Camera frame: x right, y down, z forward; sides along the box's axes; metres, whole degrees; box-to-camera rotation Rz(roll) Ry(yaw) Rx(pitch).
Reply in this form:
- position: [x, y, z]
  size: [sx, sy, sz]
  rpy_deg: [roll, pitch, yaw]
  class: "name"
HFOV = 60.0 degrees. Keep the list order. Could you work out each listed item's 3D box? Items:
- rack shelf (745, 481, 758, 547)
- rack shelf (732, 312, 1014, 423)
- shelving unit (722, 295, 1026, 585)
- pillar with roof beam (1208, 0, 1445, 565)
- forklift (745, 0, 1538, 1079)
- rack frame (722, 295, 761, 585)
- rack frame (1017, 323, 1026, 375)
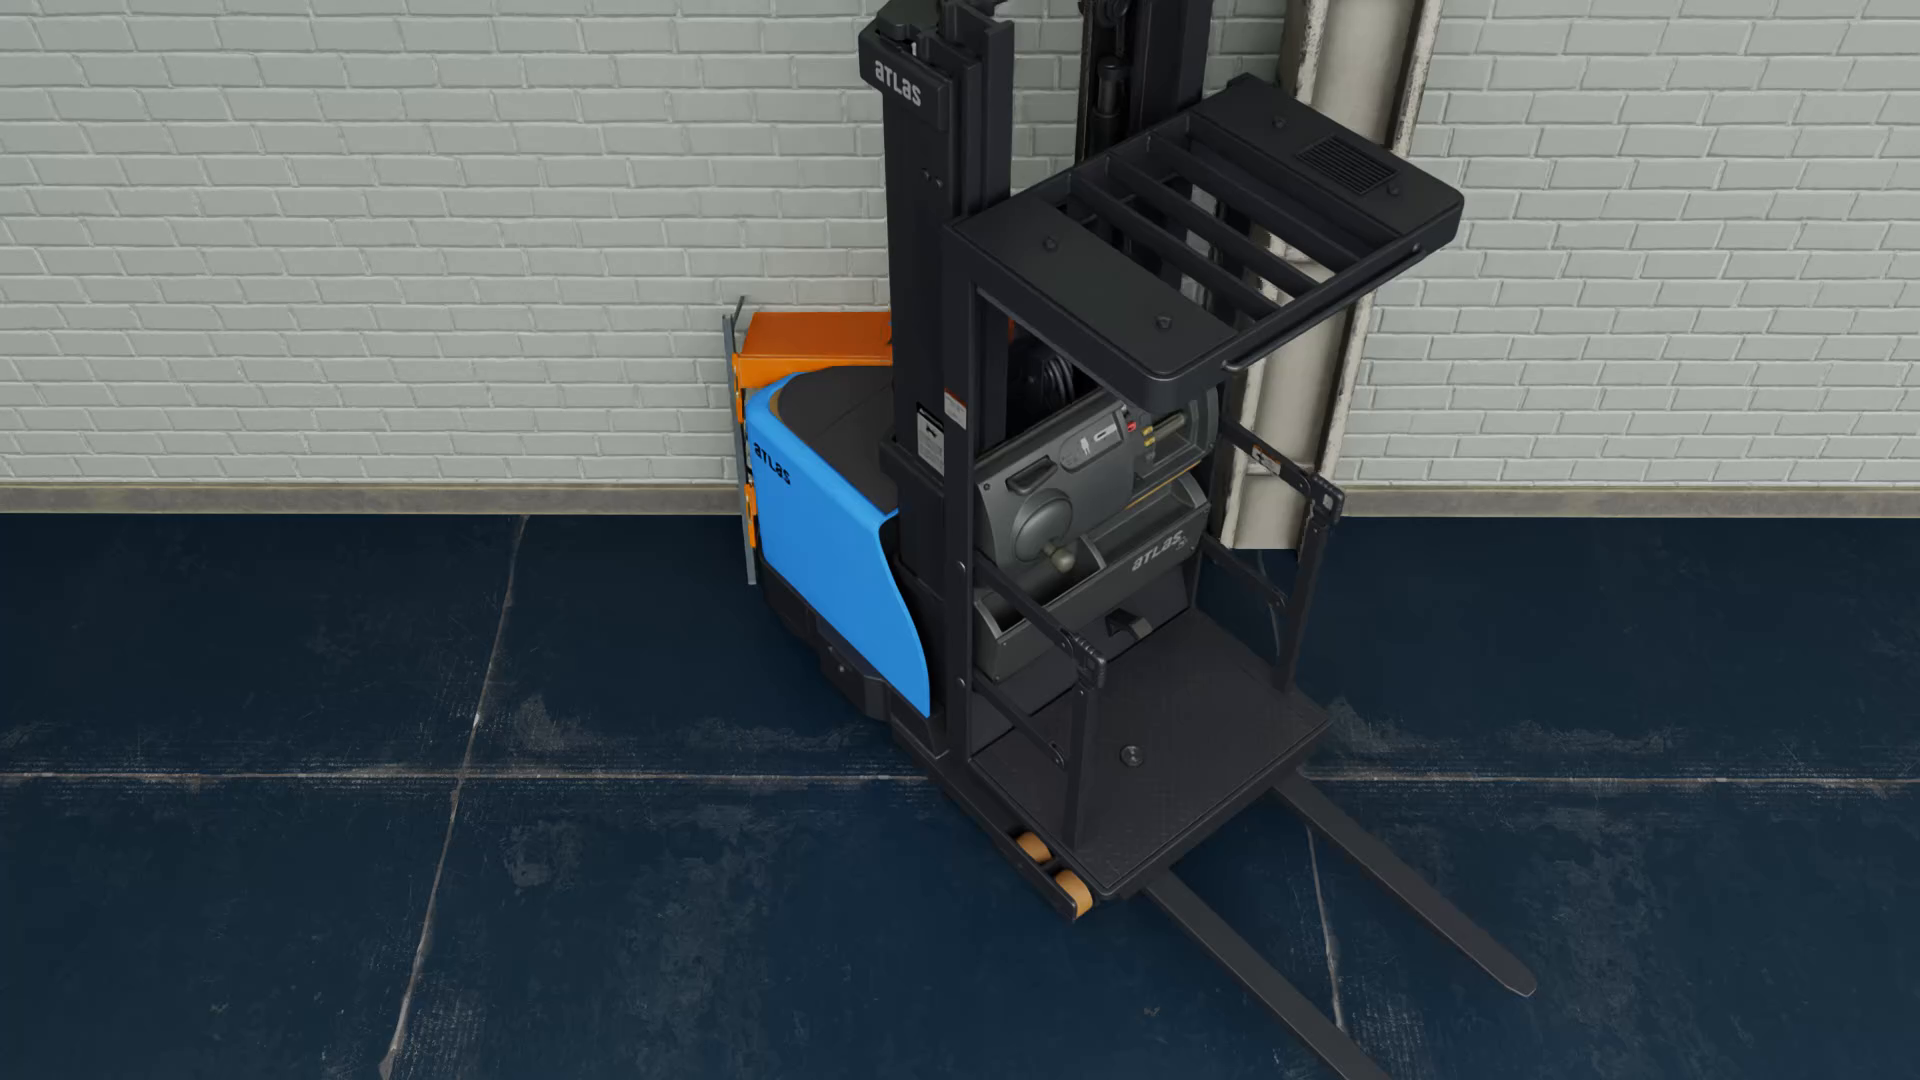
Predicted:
- position: [-0.278, -0.224, 6.363]
  size: [1.000, 0.278, 0.538]
  rpy_deg: [1, 34, 2]
  class: "rack shelf"
- position: [-0.284, -0.668, 6.062]
  size: [1.000, 0.278, 0.538]
  rpy_deg: [1, 34, 2]
  class: "rack shelf"
- position: [-0.281, -0.426, 6.226]
  size: [1.048, 1.125, 0.538]
  rpy_deg: [1, 34, 2]
  class: "shelving unit"
- position: [1.204, 0.073, 0.534]
  size: [0.400, 9.000, 9.100]
  rpy_deg: [0, 47, 0]
  class: "pillar with roof beam"
- position: [0.568, -0.155, 4.892]
  size: [1.130, 2.935, 3.031]
  rpy_deg: [-31, 54, -26]
  class: "forklift"
- position: [-0.788, -0.434, 6.247]
  size: [0.032, 1.125, 0.500]
  rpy_deg: [1, 34, 2]
  class: "rack frame"
- position: [0.227, -0.418, 6.204]
  size: [0.032, 1.125, 0.500]
  rpy_deg: [1, 34, 2]
  class: "rack frame"
